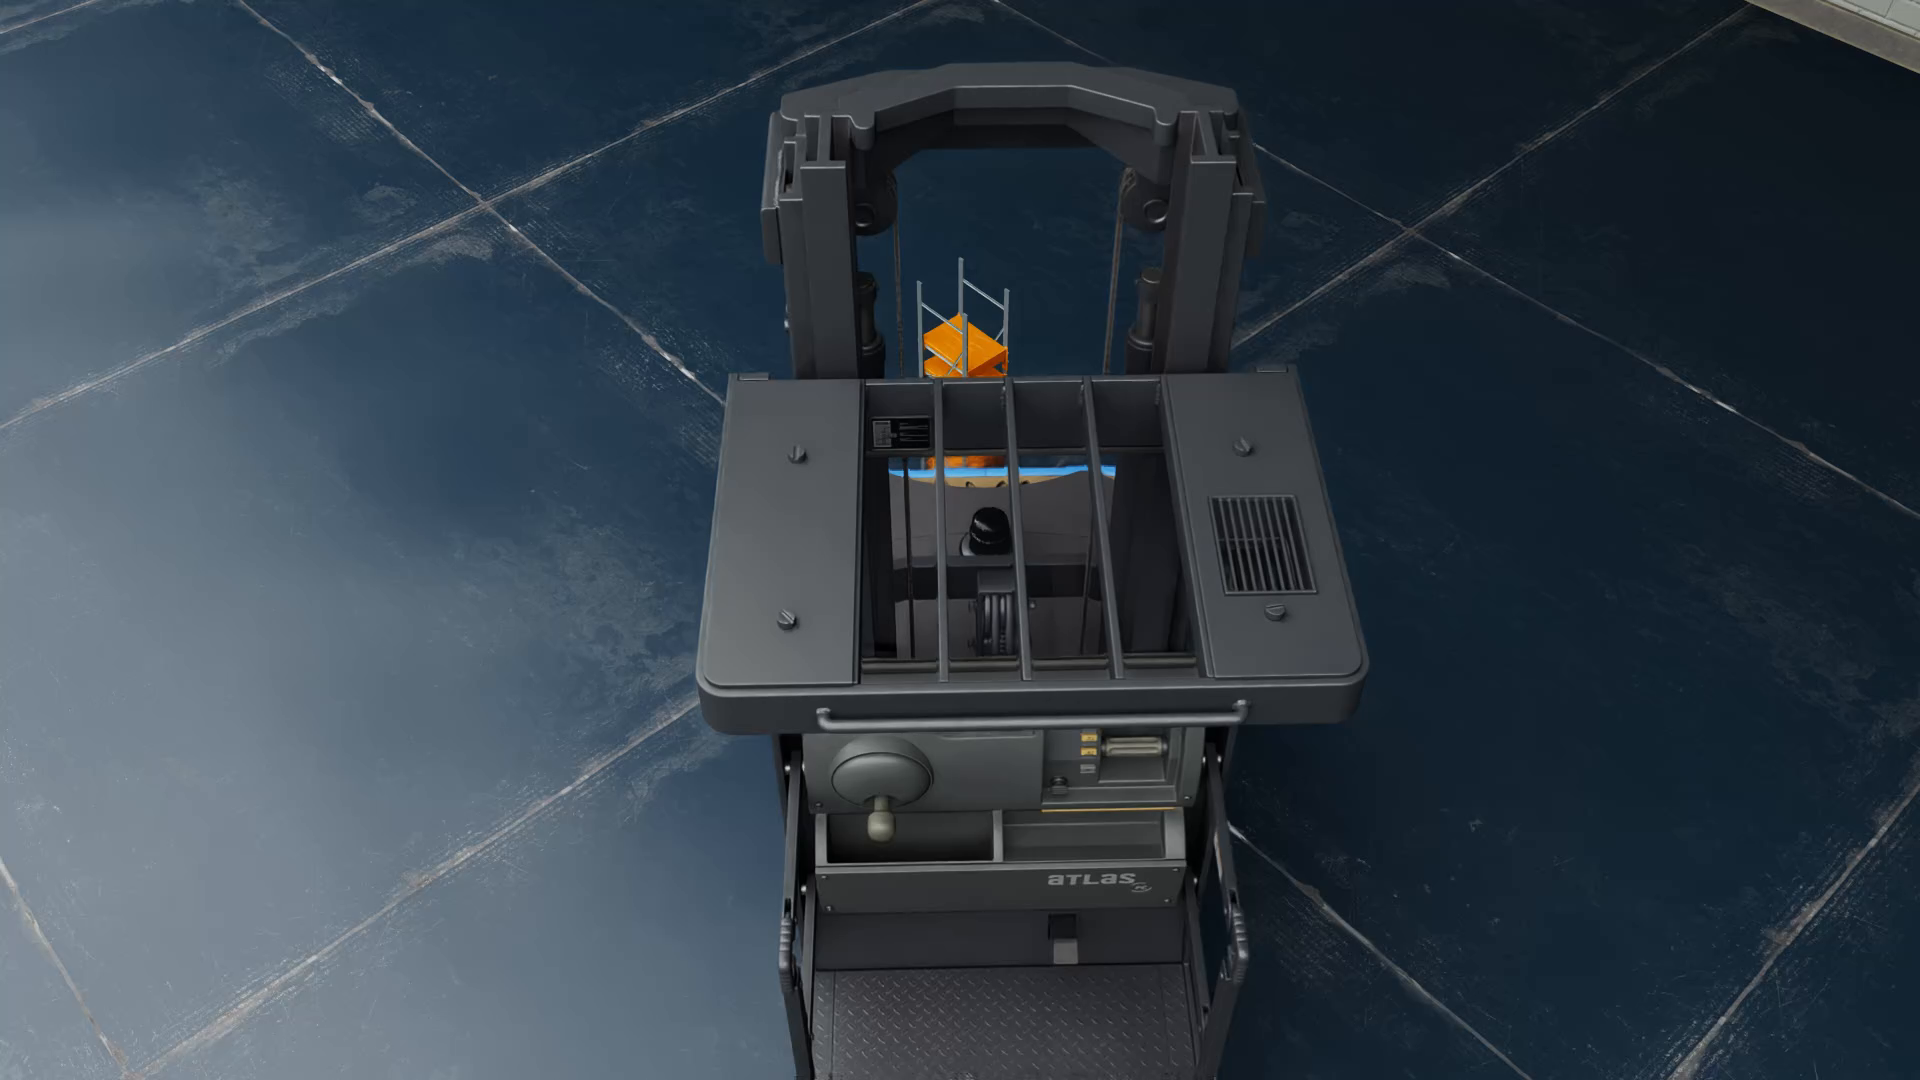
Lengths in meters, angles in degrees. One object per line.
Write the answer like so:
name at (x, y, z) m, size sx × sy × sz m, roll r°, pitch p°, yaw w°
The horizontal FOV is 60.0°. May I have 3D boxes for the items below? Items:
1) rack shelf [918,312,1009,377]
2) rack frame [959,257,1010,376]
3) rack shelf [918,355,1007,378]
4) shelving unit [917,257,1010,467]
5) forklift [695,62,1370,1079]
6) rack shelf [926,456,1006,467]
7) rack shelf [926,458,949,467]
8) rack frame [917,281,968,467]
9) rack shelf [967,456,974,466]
rack shelf at (0.011, -0.628, 5.584) m, size 0.180 × 0.103 × 0.258 m, roll -34°, pitch 56°, yaw -27°
rack frame at (0.078, -0.459, 5.857) m, size 0.006 × 1.200 × 0.240 m, roll -34°, pitch 56°, yaw -27°
rack shelf at (0.011, -0.547, 5.672) m, size 0.180 × 0.103 × 0.258 m, roll -34°, pitch 56°, yaw -27°
shelving unit at (0.011, -0.414, 5.816) m, size 0.189 × 1.200 × 0.258 m, roll -34°, pitch 56°, yaw -27°
forklift at (0.109, 0.595, 3.707) m, size 1.130 × 2.935 × 3.031 m, roll -1°, pitch 47°, yaw -1°
rack shelf at (0.011, -0.303, 5.936) m, size 0.180 × 0.103 × 0.258 m, roll -34°, pitch 56°, yaw -27°
rack shelf at (0.011, -0.221, 6.025) m, size 0.180 × 0.103 × 0.258 m, roll -34°, pitch 56°, yaw -27°
rack frame at (-0.057, -0.369, 5.774) m, size 0.006 × 1.200 × 0.240 m, roll -34°, pitch 56°, yaw -27°
rack shelf at (0.011, -0.384, 5.848) m, size 0.180 × 0.103 × 0.258 m, roll -34°, pitch 56°, yaw -27°
